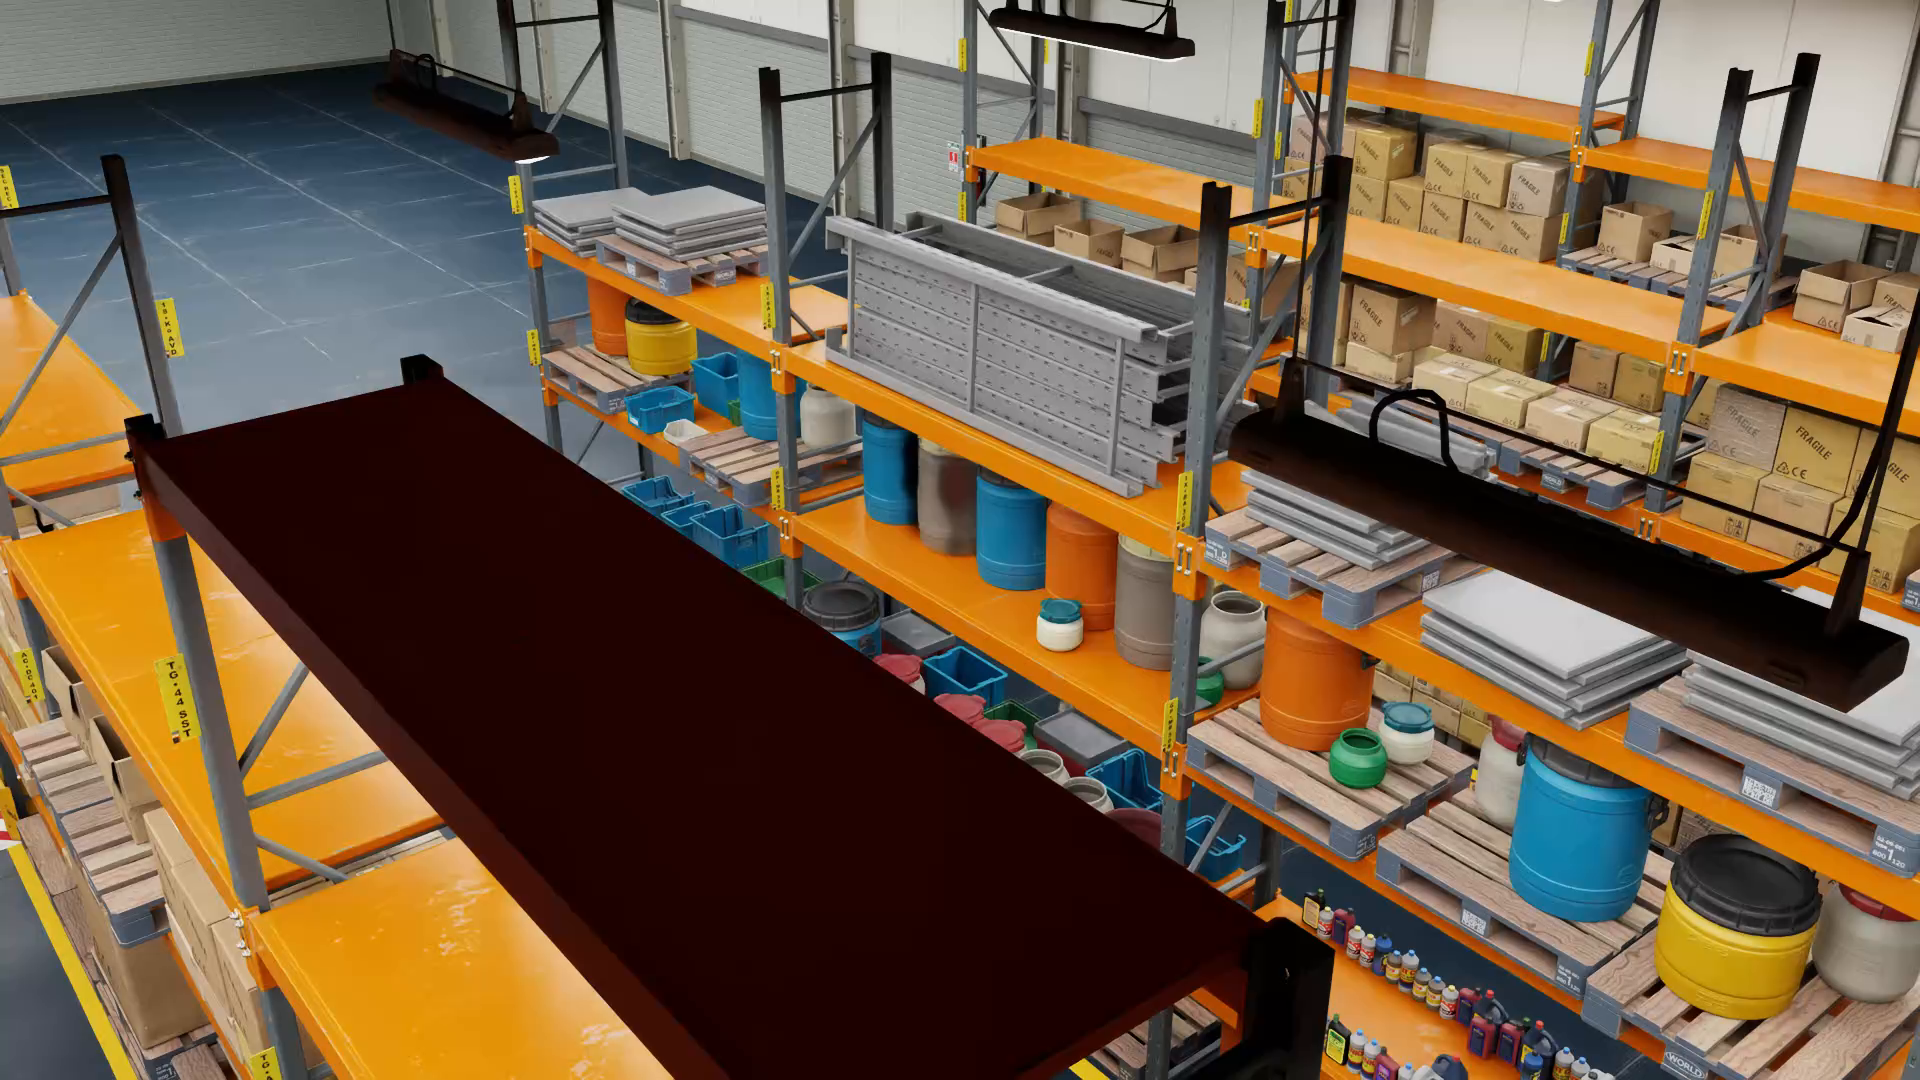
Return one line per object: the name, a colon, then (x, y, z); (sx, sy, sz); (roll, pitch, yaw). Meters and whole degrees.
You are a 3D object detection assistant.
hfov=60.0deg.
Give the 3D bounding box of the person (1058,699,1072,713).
person: (0.917, 1.471, 13.130); (0.451, 1.788, 0.672); (6, 27, 13)
